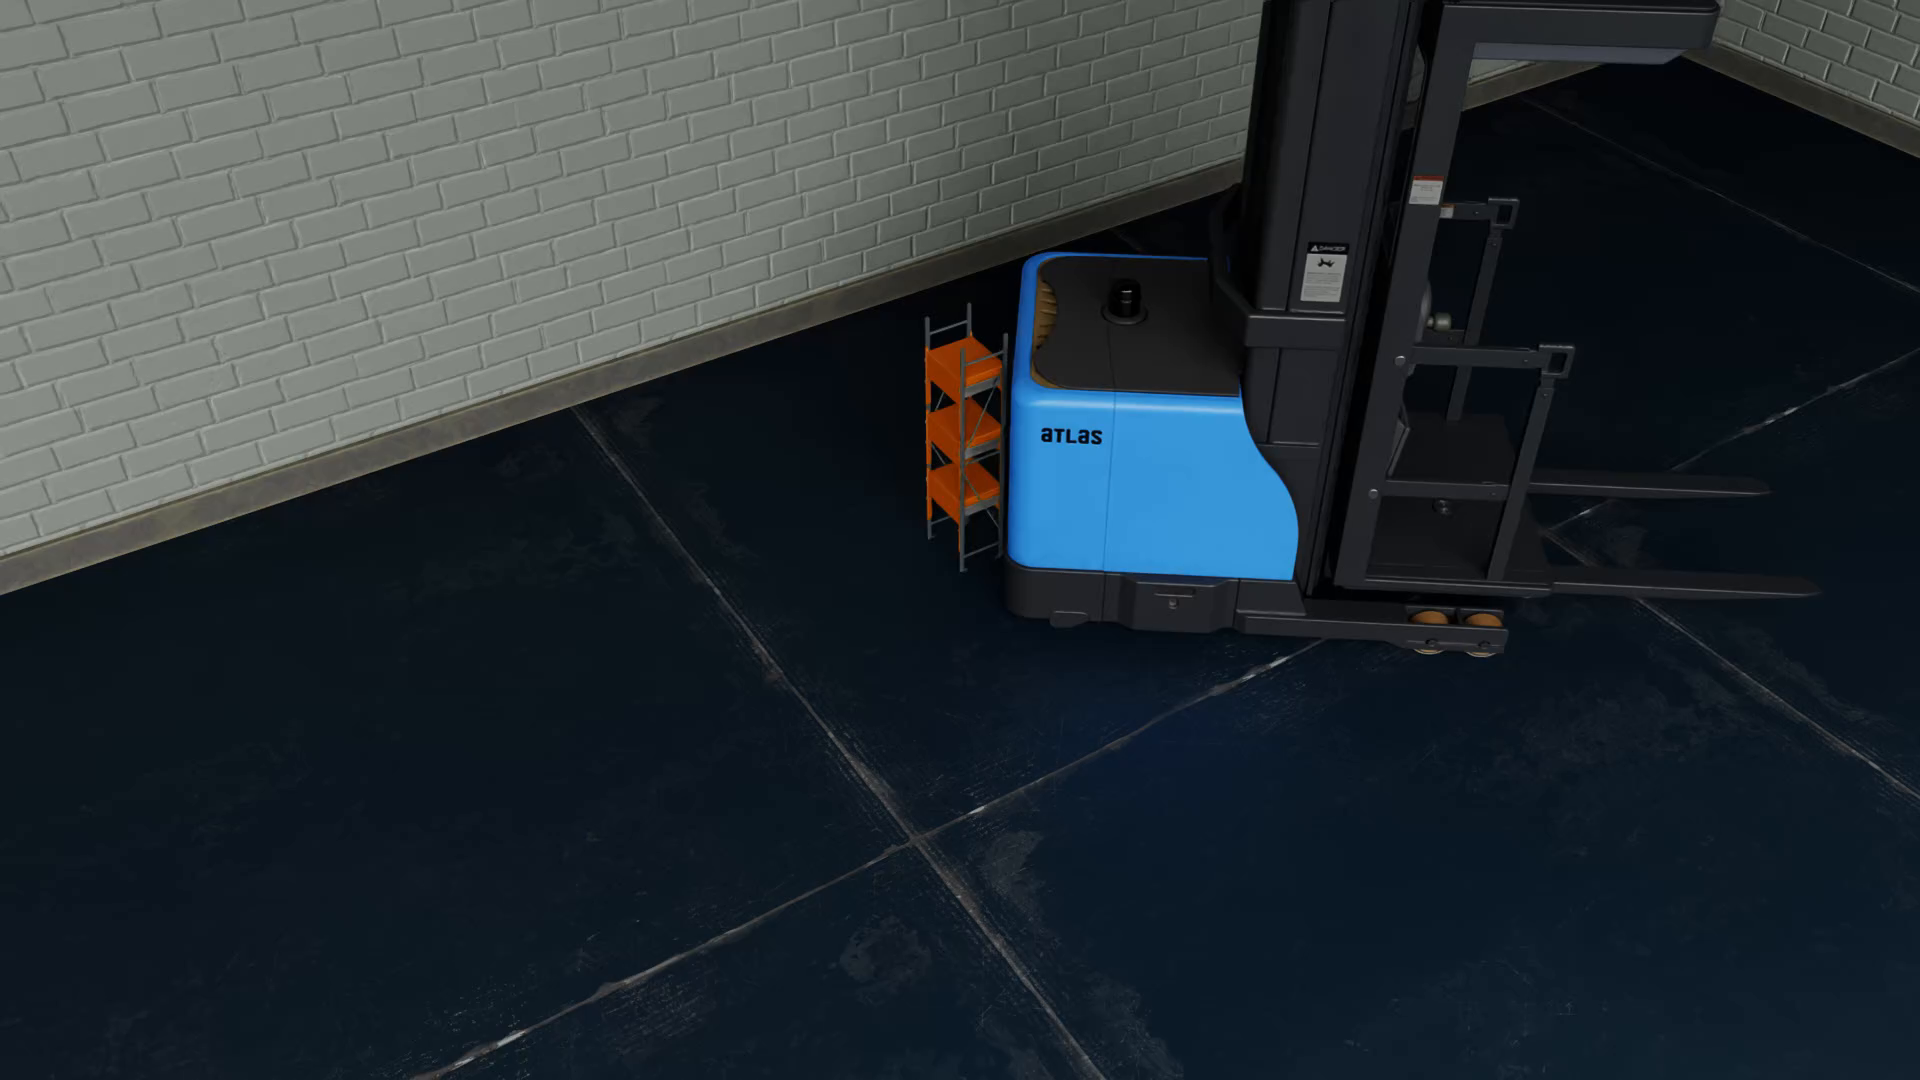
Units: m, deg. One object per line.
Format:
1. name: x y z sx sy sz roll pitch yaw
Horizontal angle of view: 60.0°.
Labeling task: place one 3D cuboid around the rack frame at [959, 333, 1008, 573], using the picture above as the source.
1. rack frame: 0.086 -0.310 6.301 0.200 1.050 0.008 -22 45 -24

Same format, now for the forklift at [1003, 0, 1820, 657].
1. forklift: 1.706 -1.043 5.713 3.031 2.935 1.130 3 40 3

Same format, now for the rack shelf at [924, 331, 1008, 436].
1. rack shelf: 0.022 -0.586 6.205 0.215 0.259 0.240 -22 45 -24

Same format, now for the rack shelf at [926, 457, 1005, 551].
1. rack shelf: 0.019 -0.154 6.564 0.215 0.259 0.240 -22 45 -24

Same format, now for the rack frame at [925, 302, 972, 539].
1. rack frame: -0.045 -0.442 6.459 0.200 1.050 0.008 -22 45 -24

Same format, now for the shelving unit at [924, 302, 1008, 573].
1. shelving unit: 0.021 -0.376 6.380 0.215 1.050 0.252 -22 45 -24

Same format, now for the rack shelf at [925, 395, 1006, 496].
1. rack shelf: 0.021 -0.367 6.387 0.215 0.259 0.240 -22 45 -24
